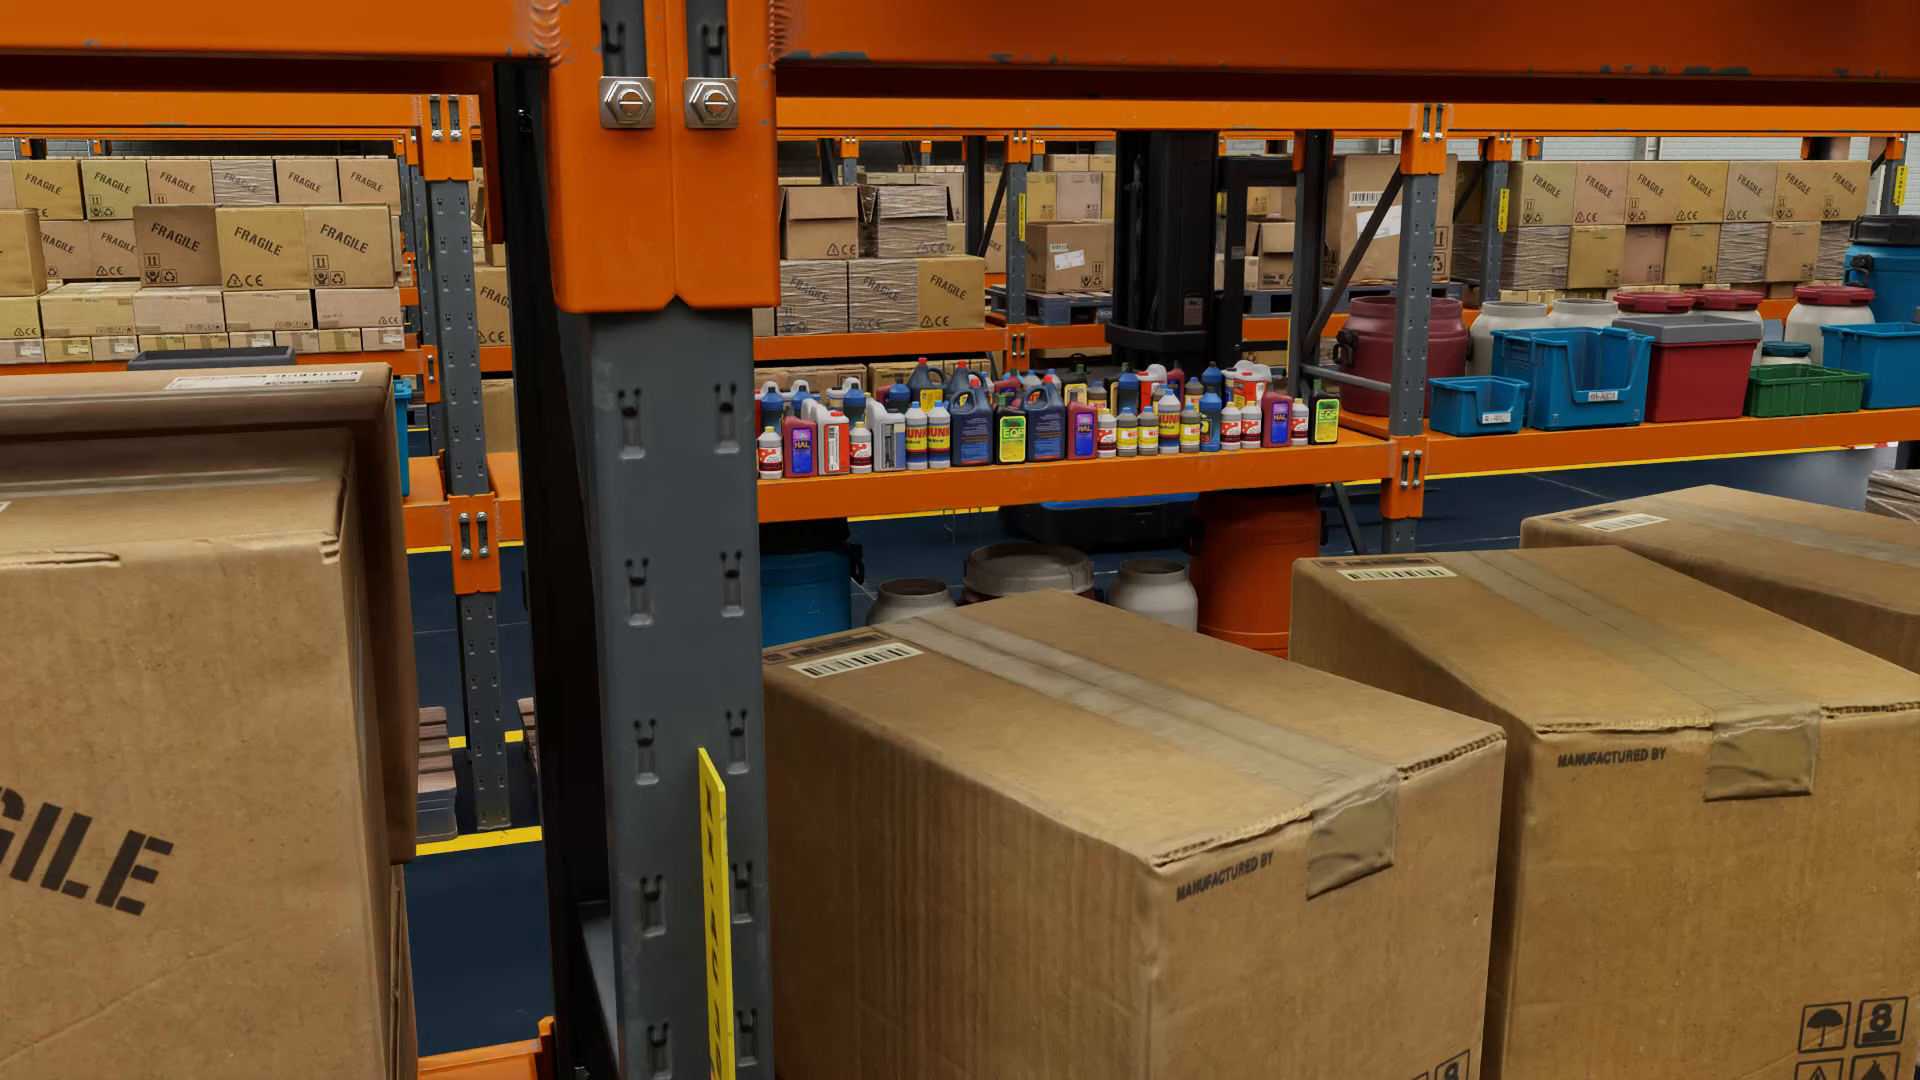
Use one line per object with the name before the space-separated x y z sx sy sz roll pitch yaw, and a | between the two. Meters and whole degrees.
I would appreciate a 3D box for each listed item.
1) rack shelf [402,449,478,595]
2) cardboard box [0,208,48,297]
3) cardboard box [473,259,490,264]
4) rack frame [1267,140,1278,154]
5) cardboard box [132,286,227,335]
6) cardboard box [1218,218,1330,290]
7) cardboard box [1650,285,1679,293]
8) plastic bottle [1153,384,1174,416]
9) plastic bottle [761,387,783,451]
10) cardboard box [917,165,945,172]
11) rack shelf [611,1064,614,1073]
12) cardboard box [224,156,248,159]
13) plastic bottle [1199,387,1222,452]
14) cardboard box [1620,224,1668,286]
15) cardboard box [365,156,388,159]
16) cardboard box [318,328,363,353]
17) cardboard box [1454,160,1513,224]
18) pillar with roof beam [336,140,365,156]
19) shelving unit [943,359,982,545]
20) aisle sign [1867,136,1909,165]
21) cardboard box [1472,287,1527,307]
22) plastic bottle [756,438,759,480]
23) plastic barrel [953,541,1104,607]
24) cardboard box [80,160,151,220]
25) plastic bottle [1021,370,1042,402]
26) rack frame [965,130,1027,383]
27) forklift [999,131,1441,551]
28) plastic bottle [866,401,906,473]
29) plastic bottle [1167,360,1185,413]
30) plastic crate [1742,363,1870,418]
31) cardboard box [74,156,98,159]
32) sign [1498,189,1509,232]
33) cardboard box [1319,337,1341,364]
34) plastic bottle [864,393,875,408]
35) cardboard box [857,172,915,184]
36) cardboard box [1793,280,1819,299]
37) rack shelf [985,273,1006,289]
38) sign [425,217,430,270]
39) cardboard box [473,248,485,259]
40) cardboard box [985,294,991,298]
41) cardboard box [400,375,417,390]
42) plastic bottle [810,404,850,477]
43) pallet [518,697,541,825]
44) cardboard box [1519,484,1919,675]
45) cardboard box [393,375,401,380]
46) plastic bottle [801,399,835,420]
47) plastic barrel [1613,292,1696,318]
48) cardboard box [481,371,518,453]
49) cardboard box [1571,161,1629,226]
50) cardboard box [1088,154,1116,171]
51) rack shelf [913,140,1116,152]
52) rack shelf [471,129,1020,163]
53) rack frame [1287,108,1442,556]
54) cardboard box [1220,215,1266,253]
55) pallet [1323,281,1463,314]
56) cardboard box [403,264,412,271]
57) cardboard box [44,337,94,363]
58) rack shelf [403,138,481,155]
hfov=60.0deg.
rack shelf | -3.851 0.052 5.995 4.000 0.370 1.077 -4 14 -18
cardboard box | -5.823 -1.725 9.976 0.500 0.500 0.500 -5 14 -20
cardboard box | -3.179 -1.675 11.484 0.500 0.500 0.500 -4 14 -18
rack frame | 4.677 -4.591 23.960 0.127 3.000 1.000 -4 14 -18
cardboard box | -4.844 -1.437 10.382 0.500 0.250 0.500 -4 14 -17
cardboard box | 2.433 -2.228 12.898 0.637 0.503 0.797 -3 14 -12
cardboard box | 5.764 -2.063 13.878 0.250 0.149 0.380 -4 14 -18
plastic bottle | 0.941 -0.623 7.707 0.097 0.201 0.097 0 13 0
plastic bottle | -0.804 -0.521 7.128 0.097 0.271 0.097 0 13 0
cardboard box | -0.381 -4.846 21.865 0.250 0.149 0.380 -5 14 -20
rack shelf | 1.516 0.844 2.668 4.000 0.370 1.077 -4 14 -18
cardboard box | -8.346 -4.361 19.217 0.250 0.149 0.380 -4 14 -18
plastic bottle | 1.070 -0.518 7.118 0.097 0.271 0.097 0 13 0
cardboard box | 5.420 -2.423 13.989 0.500 0.500 0.875 -4 14 -18
cardboard box | -6.887 -4.463 19.645 0.250 0.149 0.380 -5 14 -19
cardboard box | -3.964 -1.296 10.651 0.250 0.149 0.380 -4 14 -17
cardboard box | 4.385 -2.895 13.813 0.500 0.500 0.500 -4 14 -18
pillar with roof beam | -7.857 -6.914 20.764 0.400 9.000 9.100 -4 14 -18
shelving unit | 0.014 -0.585 11.008 0.189 1.200 0.258 -4 14 -18
aisle sign | 7.992 -3.621 14.264 0.004 0.787 0.394 -4 14 -18
cardboard box | 4.346 -1.950 13.400 0.250 0.149 0.380 -4 14 -18
plastic bottle | -0.838 -0.336 6.502 0.097 0.201 0.097 0 13 0
plastic barrel | 0.307 0.352 7.486 0.708 0.588 0.600 -4 14 -18
cardboard box | -7.326 -3.058 14.499 0.500 0.500 0.500 -5 14 -19
plastic bottle | 0.328 -0.646 7.655 0.097 0.271 0.097 0 13 0
rack frame | 0.256 -1.827 12.340 0.127 3.000 1.000 -4 14 -18
forklift | 1.843 -1.533 11.255 3.031 2.935 1.130 -4 14 -17
plastic bottle | -0.298 -0.421 6.698 0.135 0.276 0.152 -4 14 -18
plastic bottle | 0.996 -0.708 7.891 0.133 0.283 0.061 -4 14 -18
plastic crate | 4.066 -0.742 8.238 0.662 0.188 0.450 -4 14 -18
cardboard box | -9.837 -4.261 18.795 0.250 0.149 0.380 -4 14 -17
sign | 4.227 -2.564 12.937 0.005 0.325 0.100 -4 14 -18
cardboard box | 4.032 -2.486 18.797 0.875 0.875 0.875 -4 14 -18
plastic bottle | -0.413 -0.554 7.420 0.097 0.201 0.097 0 13 0
cardboard box | -0.802 -3.488 16.948 0.500 0.500 0.700 -5 14 -18
cardboard box | 7.176 -2.181 14.371 0.250 0.149 0.380 -4 14 -18
rack shelf | 0.665 -2.720 17.649 4.000 0.370 1.077 -4 14 -18
sign | -3.357 -1.870 10.479 0.005 0.325 0.100 -4 14 -18
cardboard box | -4.502 -2.637 15.382 0.250 0.149 0.380 -5 14 -21
cardboard box | 0.390 -3.182 22.809 0.625 0.372 0.950 -4 14 -17
cardboard box | -5.219 -1.496 15.560 0.250 0.149 0.380 -4 14 -17
plastic bottle | -0.518 -0.404 6.626 0.135 0.276 0.152 -4 14 -18
pallet | -1.211 0.864 7.056 1.213 0.211 1.003 -4 14 -18
cardboard box | 1.275 0.245 2.509 0.500 0.500 0.700 -9 16 -32
cardboard box | -4.187 -0.671 11.165 0.875 0.875 0.875 -4 14 -18
plastic bottle | -0.567 -0.437 6.766 0.135 0.276 0.152 -4 14 -18
plastic barrel | 3.544 -0.993 8.542 0.433 0.535 0.433 0 13 0
cardboard box | -2.935 -0.754 11.513 0.875 0.875 1.225 -4 14 -18
cardboard box | 5.028 -2.816 13.481 0.500 0.500 0.500 -4 14 -18
cardboard box | 1.863 -4.993 22.632 0.500 0.500 0.700 -4 14 -18
rack shelf | 1.195 -6.641 27.651 4.000 0.370 1.077 -4 14 -18
rack shelf | -1.640 -2.788 11.456 4.000 0.370 1.077 -4 14 -18
rack frame | 1.835 -0.740 7.773 0.127 3.000 1.000 -4 14 -18
cardboard box | 2.906 -3.320 18.294 0.550 0.550 0.875 -4 14 -18
pallet | 3.276 -2.004 13.501 1.213 0.211 1.003 -4 14 -18
cardboard box | -5.394 -2.555 15.947 0.250 0.149 0.380 -4 14 -16
cardboard box | -5.427 -1.182 10.171 0.250 0.149 0.380 -5 14 -19
rack shelf | -4.801 -4.962 20.593 4.000 0.370 1.077 -4 14 -18
